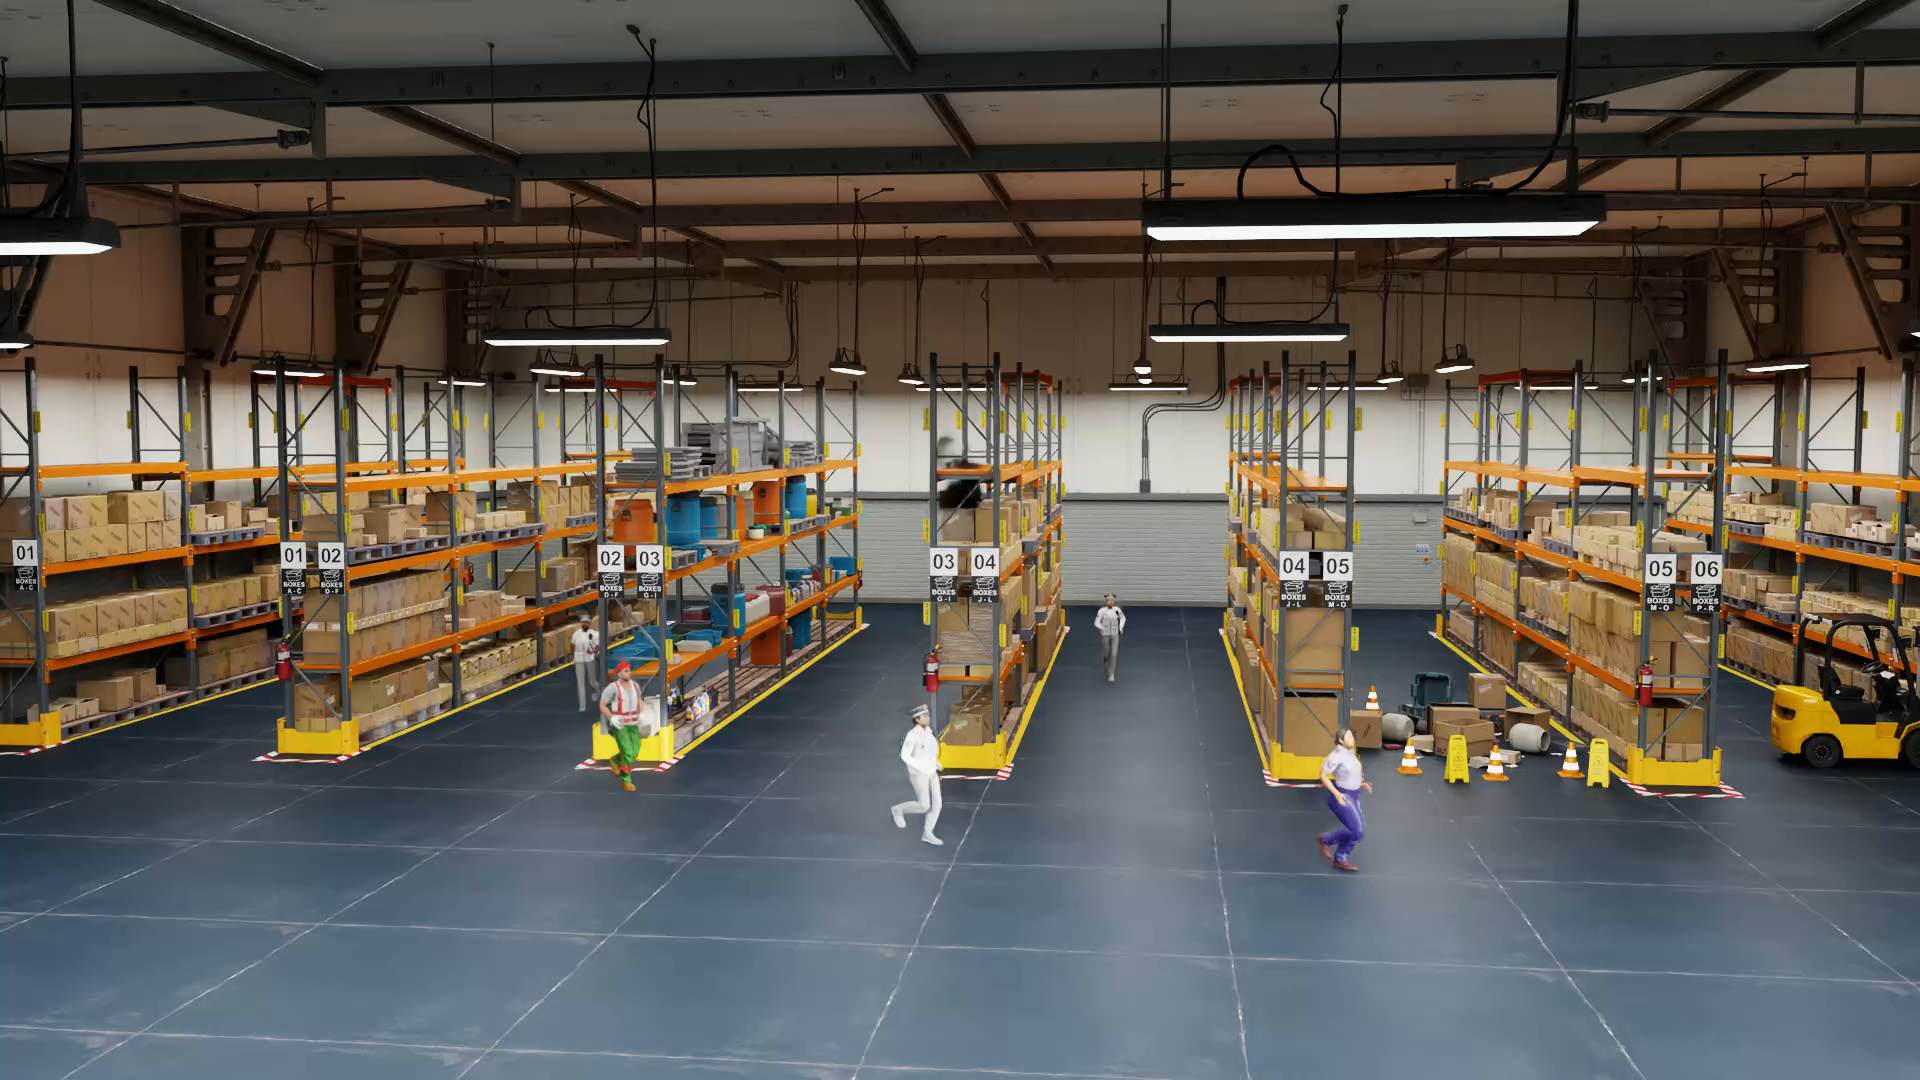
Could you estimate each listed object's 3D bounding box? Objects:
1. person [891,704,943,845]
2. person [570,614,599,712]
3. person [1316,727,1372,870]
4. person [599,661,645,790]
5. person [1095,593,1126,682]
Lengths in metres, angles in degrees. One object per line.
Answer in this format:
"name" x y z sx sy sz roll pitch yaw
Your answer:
"person" -0.484 2.778 19.862 0.680 1.669 0.623 3 5 34
"person" -6.518 2.117 28.940 0.588 1.669 0.778 0 4 -4
"person" 4.308 2.895 18.592 0.549 1.602 0.608 3 5 36
"person" -4.646 2.524 22.824 0.673 1.750 0.692 4 5 41
"person" 2.933 1.874 32.439 0.617 1.700 0.882 0 4 2
